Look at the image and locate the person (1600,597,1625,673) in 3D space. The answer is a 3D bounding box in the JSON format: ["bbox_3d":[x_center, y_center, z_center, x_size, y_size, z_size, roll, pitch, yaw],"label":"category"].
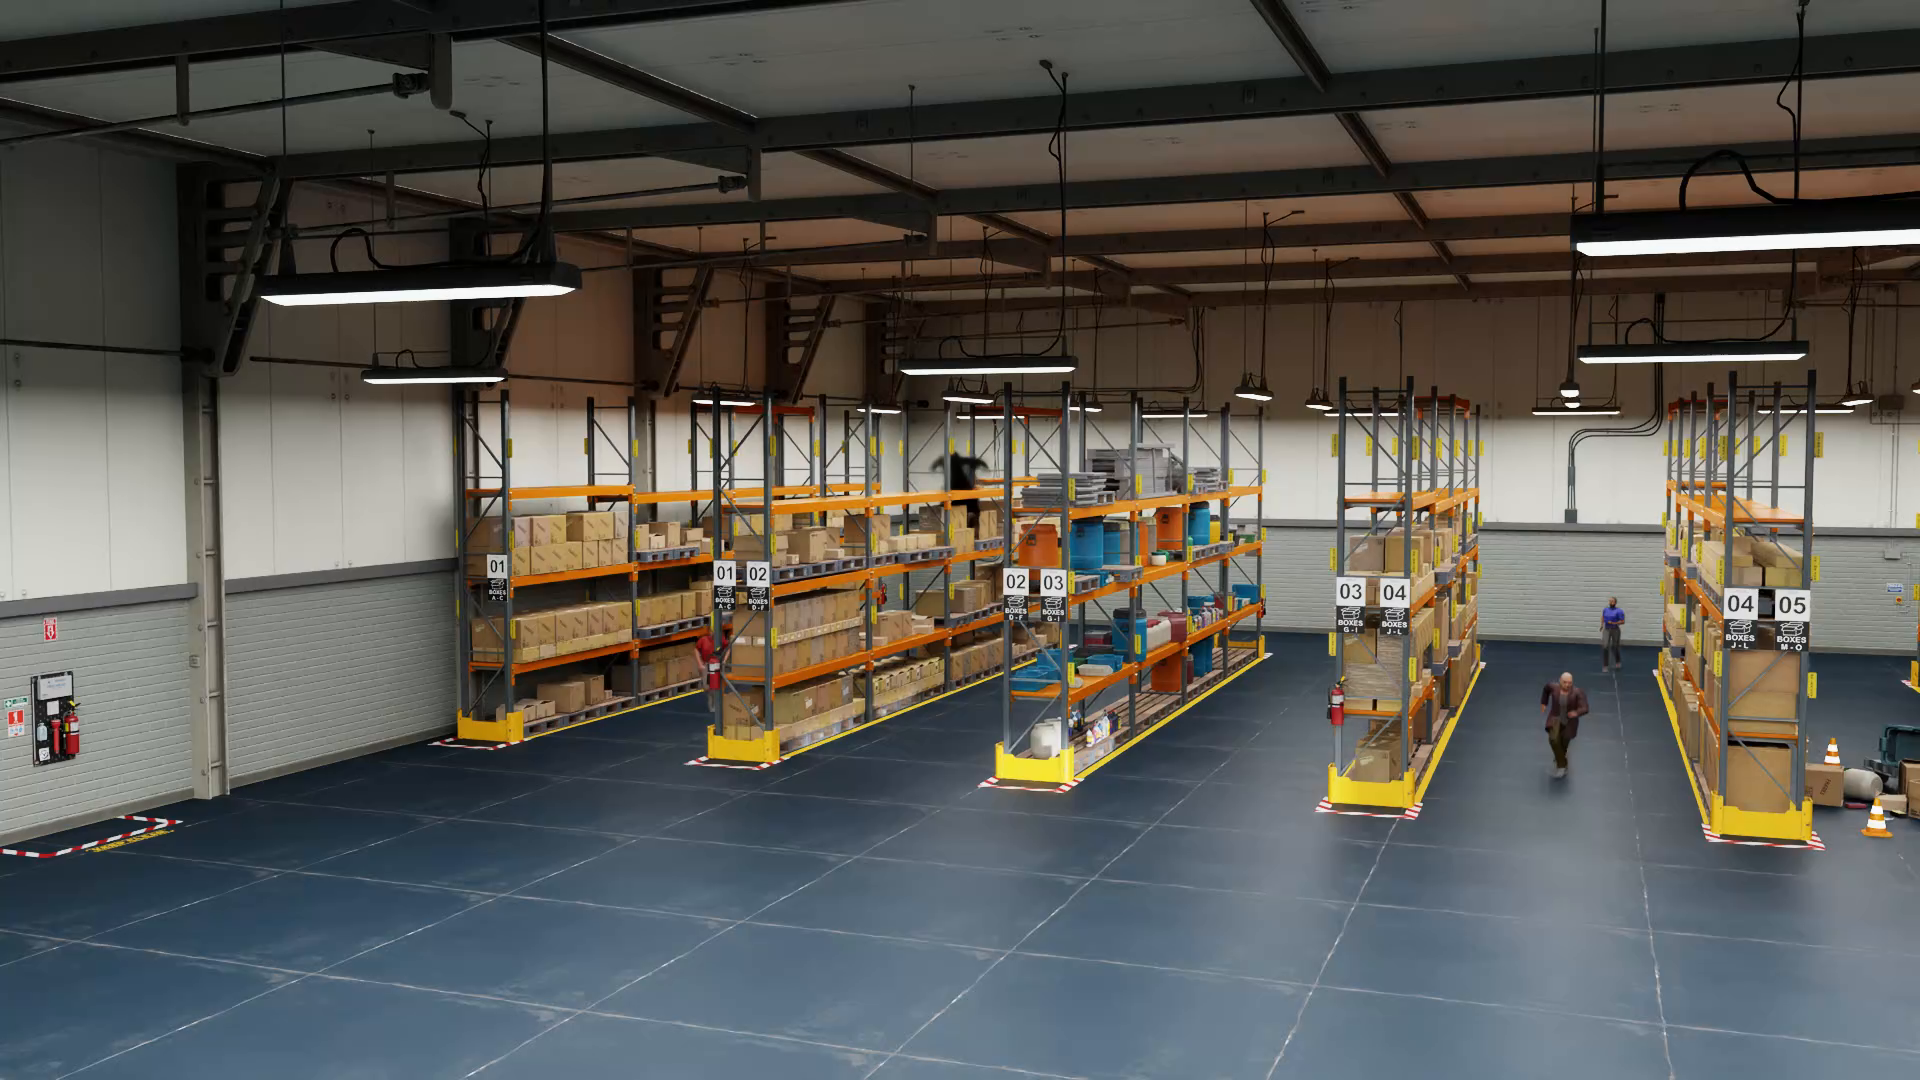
[{"bbox_3d":[14.657,2.118,37.359,0.555,1.707,0.788,2,4,36],"label":"person"}]

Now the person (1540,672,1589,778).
[{"bbox_3d":[9.240,2.779,25.430,0.713,1.604,1.185,1,3,21],"label":"person"}]

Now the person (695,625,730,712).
[{"bbox_3d":[-4.728,2.429,31.787,0.660,1.671,0.572,0,3,-2],"label":"person"}]
